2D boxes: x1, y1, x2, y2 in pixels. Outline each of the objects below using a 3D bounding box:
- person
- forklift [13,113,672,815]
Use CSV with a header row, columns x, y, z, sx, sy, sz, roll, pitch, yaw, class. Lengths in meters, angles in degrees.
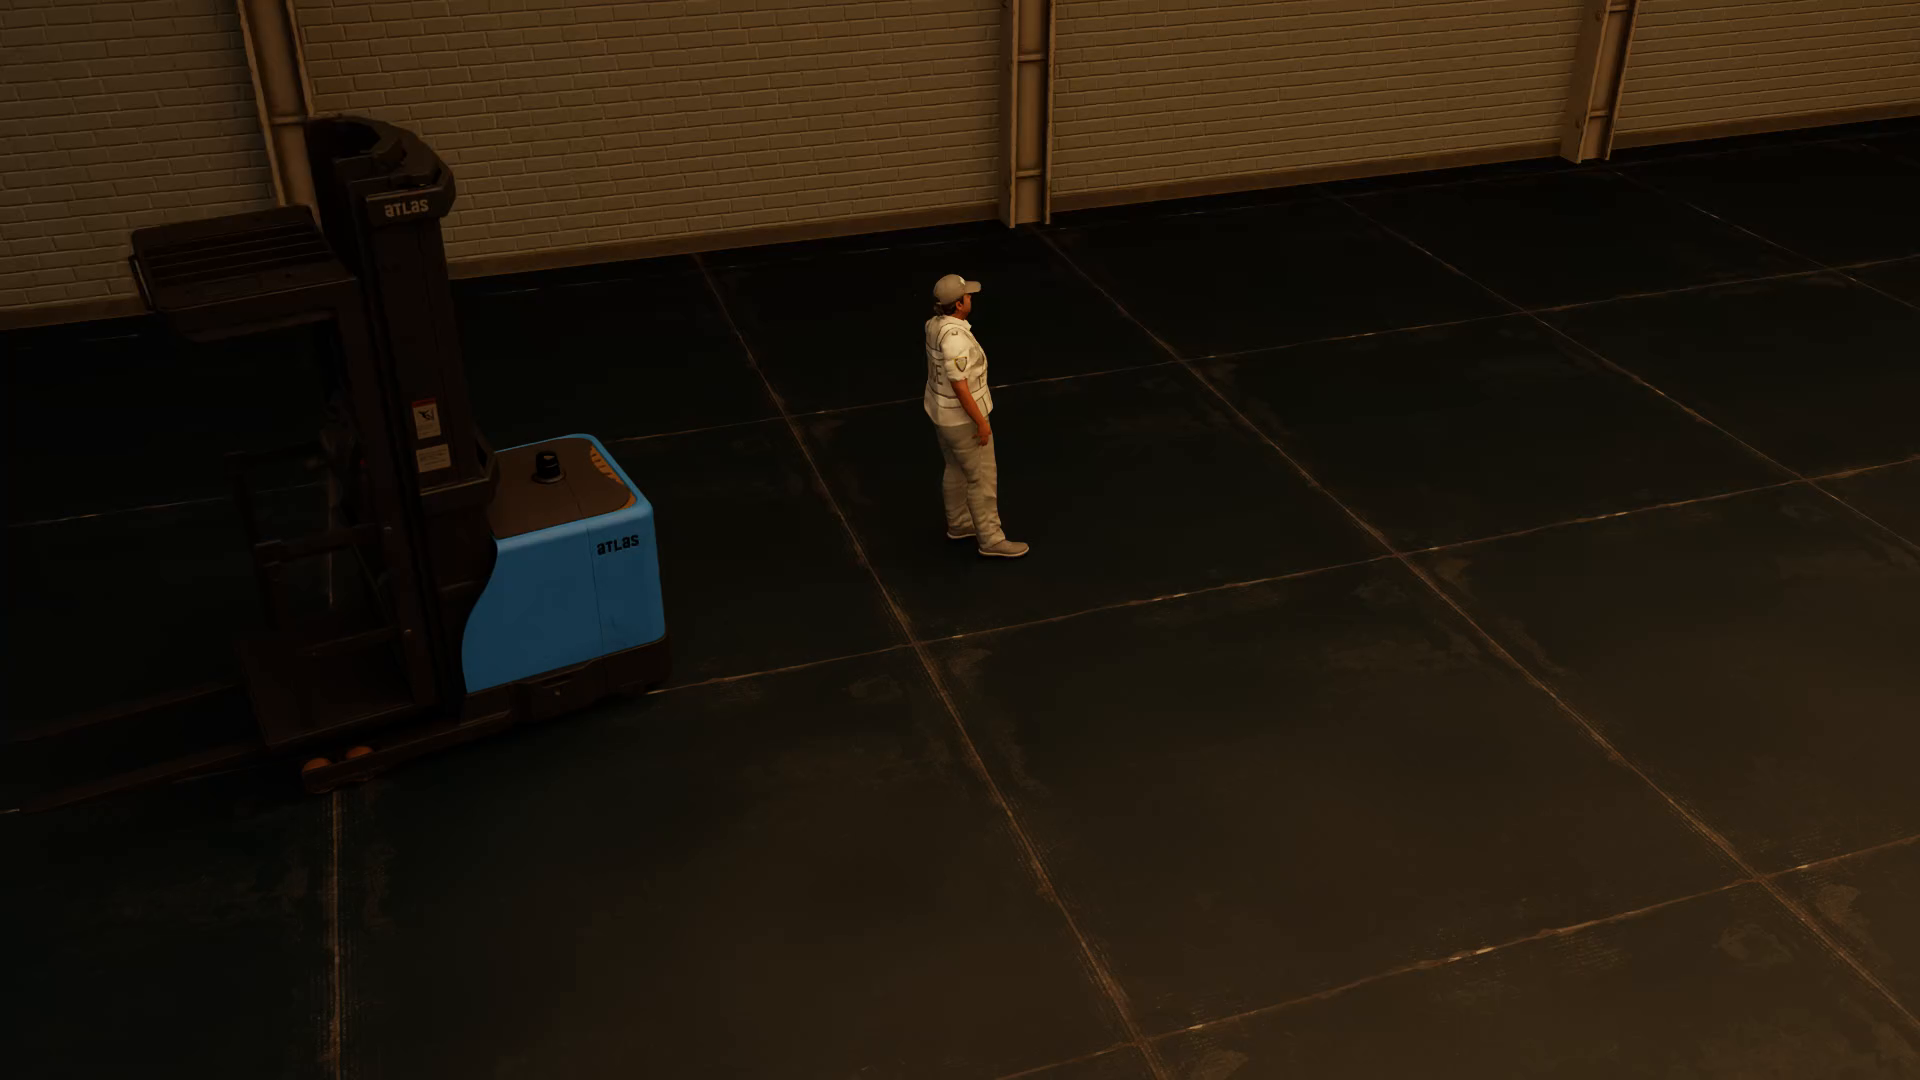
x,y,z,sx,sy,sz,roll,pitch,yaw,class
0.080,-0.731,9.609,0.529,1.670,0.598,-10,31,-16,person
-3.045,-0.363,7.718,3.031,2.935,1.130,-16,33,-25,forklift
